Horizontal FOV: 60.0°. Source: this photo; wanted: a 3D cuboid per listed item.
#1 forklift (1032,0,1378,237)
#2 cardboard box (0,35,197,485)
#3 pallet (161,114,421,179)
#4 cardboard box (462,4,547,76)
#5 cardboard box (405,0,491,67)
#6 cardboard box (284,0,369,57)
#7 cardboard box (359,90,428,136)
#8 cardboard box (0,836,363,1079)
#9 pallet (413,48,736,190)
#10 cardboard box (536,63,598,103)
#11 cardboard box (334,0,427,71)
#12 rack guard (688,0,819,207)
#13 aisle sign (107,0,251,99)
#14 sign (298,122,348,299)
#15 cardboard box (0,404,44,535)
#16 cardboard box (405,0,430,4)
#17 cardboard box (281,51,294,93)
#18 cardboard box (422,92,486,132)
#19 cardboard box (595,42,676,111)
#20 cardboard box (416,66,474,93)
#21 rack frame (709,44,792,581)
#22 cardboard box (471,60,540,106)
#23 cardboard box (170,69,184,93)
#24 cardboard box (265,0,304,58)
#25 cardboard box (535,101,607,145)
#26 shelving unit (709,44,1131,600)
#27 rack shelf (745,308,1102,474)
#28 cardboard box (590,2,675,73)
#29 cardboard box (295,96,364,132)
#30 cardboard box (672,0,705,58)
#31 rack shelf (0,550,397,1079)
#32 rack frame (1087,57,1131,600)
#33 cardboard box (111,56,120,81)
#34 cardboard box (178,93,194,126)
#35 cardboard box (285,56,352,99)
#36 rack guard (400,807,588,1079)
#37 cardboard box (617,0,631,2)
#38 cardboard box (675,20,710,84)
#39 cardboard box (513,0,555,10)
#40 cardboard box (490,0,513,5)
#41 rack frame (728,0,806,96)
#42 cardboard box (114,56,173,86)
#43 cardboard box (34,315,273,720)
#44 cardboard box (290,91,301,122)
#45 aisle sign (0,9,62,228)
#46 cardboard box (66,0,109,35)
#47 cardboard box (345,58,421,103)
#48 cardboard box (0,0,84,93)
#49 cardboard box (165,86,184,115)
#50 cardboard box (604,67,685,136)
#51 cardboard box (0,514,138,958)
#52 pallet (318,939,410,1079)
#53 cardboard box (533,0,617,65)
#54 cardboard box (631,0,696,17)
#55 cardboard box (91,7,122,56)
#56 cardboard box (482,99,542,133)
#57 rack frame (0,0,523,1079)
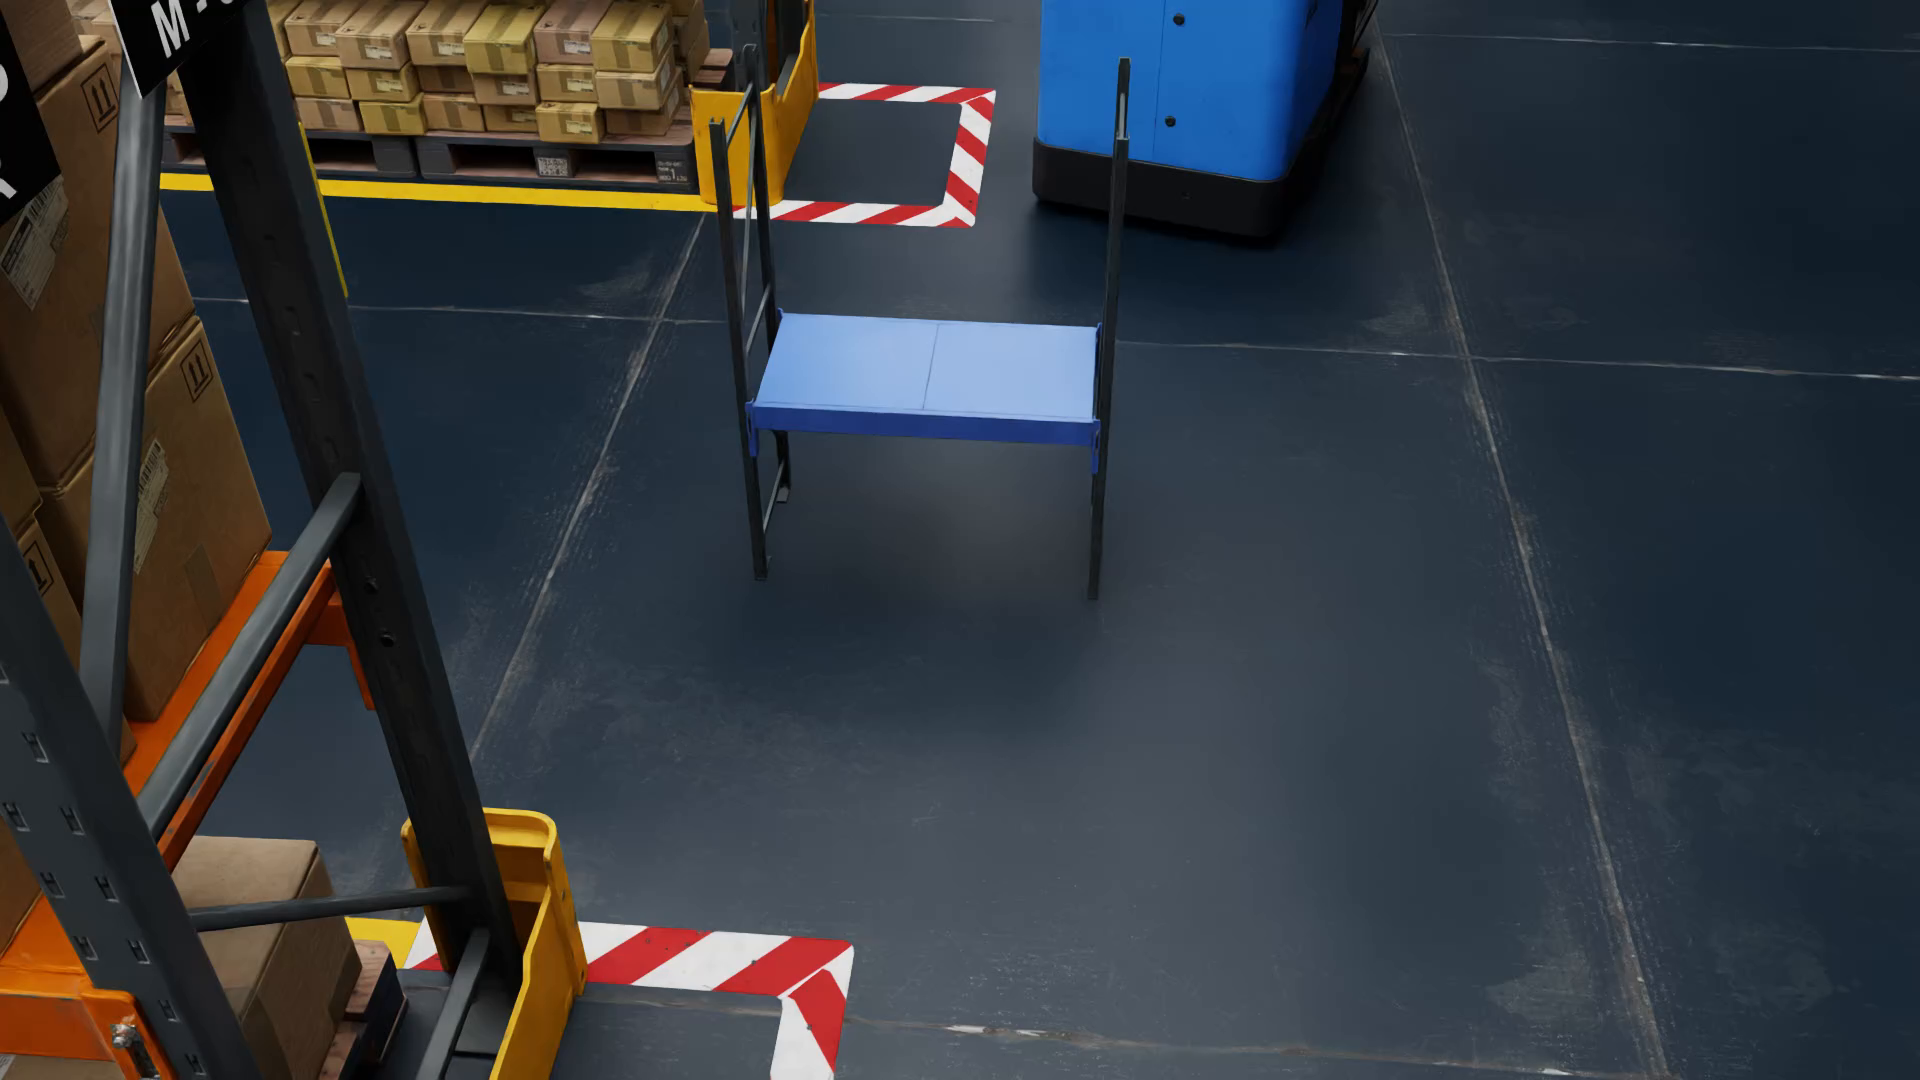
[{"bbox_3d":[1.302,-3.276,6.953,1.130,2.935,3.031,14,41,16],"label":"forklift"},{"bbox_3d":[-1.584,-0.440,2.543,0.500,0.500,0.500,2,39,3],"label":"cardboard box"},{"bbox_3d":[-2.898,-1.984,7.520,1.213,0.211,1.003,3,39,4],"label":"pallet"},{"bbox_3d":[-1.867,-2.068,6.869,0.250,0.149,0.380,2,39,3],"label":"cardboard box"},{"bbox_3d":[-2.120,-2.122,6.936,0.250,0.149,0.380,2,39,2],"label":"cardboard box"},{"bbox_3d":[-2.645,-2.186,7.014,0.250,0.149,0.380,2,39,2],"label":"cardboard box"},{"bbox_3d":[-2.374,-1.880,7.109,0.250,0.149,0.380,1,39,2],"label":"cardboard box"},{"bbox_3d":[-1.796,1.050,3.281,0.875,0.438,0.875,2,39,2],"label":"cardboard box"},{"bbox_3d":[-1.686,-1.916,7.437,1.213,0.211,1.003,3,39,4],"label":"pallet"},{"bbox_3d":[-1.610,-1.997,7.017,0.250,0.149,0.380,2,39,3],"label":"cardboard box"},{"bbox_3d":[-2.392,-2.102,6.911,0.250,0.149,0.380,5,39,6],"label":"cardboard box"},{"bbox_3d":[-0.880,-1.962,7.264,0.348,0.500,1.175,3,39,4],"label":"rack guard"},{"bbox_3d":[-1.034,-0.995,2.037,0.004,0.787,0.394,3,39,4],"label":"aisle sign"},{"bbox_3d":[-1.076,-0.523,2.768,0.005,0.325,0.100,3,39,4],"label":"sign"},{"bbox_3d":[-1.631,-0.111,2.139,0.500,0.500,0.500,4,39,5],"label":"cardboard box"},{"bbox_3d":[-2.351,-2.473,7.367,0.250,0.149,0.380,5,39,6],"label":"cardboard box"},{"bbox_3d":[-2.920,-2.019,7.045,0.250,0.149,0.380,4,39,4],"label":"cardboard box"},{"bbox_3d":[-2.114,-1.906,7.141,0.250,0.149,0.380,4,39,4],"label":"cardboard box"},{"bbox_3d":[-1.354,-1.949,6.958,0.250,0.149,0.380,2,39,3],"label":"cardboard box"},{"bbox_3d":[-2.131,-2.055,7.089,0.250,0.149,0.380,3,39,3],"label":"cardboard box"},{"bbox_3d":[-0.591,-0.614,4.816,0.032,1.500,0.500,3,39,4],"label":"rack frame"},{"bbox_3d":[-1.872,-1.976,6.991,0.250,0.149,0.380,2,39,2],"label":"cardboard box"},{"bbox_3d":[-3.163,-2.049,7.081,0.250,0.149,0.380,3,39,3],"label":"cardboard box"},{"bbox_3d":[-2.909,-2.182,7.010,0.250,0.149,0.380,3,39,4],"label":"cardboard box"},{"bbox_3d":[-1.611,-1.832,7.050,0.250,0.149,0.380,4,39,5],"label":"cardboard box"},{"bbox_3d":[-0.085,-0.586,4.782,1.048,1.500,0.538,3,39,4],"label":"shelving unit"},{"bbox_3d":[-0.085,-0.447,4.896,1.000,0.185,0.538,3,39,4],"label":"rack shelf"},{"bbox_3d":[-1.353,-2.084,6.889,0.250,0.149,0.380,4,39,4],"label":"cardboard box"},{"bbox_3d":[-2.644,-1.908,7.143,0.250,0.149,0.380,4,39,5],"label":"cardboard box"},{"bbox_3d":[-1.304,-2.289,7.377,0.250,0.149,0.380,5,39,6],"label":"cardboard box"},{"bbox_3d":[-3.123,0.362,2.999,4.000,0.370,1.077,3,39,4],"label":"rack shelf"},{"bbox_3d":[0.421,-0.559,4.748,0.032,1.500,0.500,3,39,4],"label":"rack frame"},{"bbox_3d":[-3.681,-2.132,7.183,0.250,0.149,0.380,1,39,2],"label":"cardboard box"},{"bbox_3d":[-3.158,-1.935,7.177,0.250,0.149,0.380,2,39,3],"label":"cardboard box"},{"bbox_3d":[-2.643,-2.022,7.048,0.250,0.149,0.380,5,39,6],"label":"cardboard box"},{"bbox_3d":[-1.106,1.163,3.426,0.348,0.500,1.175,3,39,4],"label":"rack guard"},{"bbox_3d":[-1.582,-2.396,7.272,0.250,0.149,0.380,4,39,5],"label":"cardboard box"},{"bbox_3d":[-1.298,-2.214,7.520,0.250,0.149,0.380,4,39,5],"label":"cardboard box"},{"bbox_3d":[-1.821,-2.491,7.388,0.250,0.149,0.380,3,39,4],"label":"cardboard box"},{"bbox_3d":[-2.076,-2.452,7.341,0.250,0.149,0.380,1,39,2],"label":"cardboard box"},{"bbox_3d":[-0.804,-2.927,6.470,0.127,3.000,1.000,3,39,4],"label":"rack frame"},{"bbox_3d":[-3.409,-2.102,7.146,0.250,0.149,0.380,5,39,6],"label":"cardboard box"},{"bbox_3d":[-1.584,-0.054,2.861,0.500,0.500,0.500,3,39,3],"label":"cardboard box"},{"bbox_3d":[-2.890,-1.969,7.218,0.250,0.149,0.380,4,39,5],"label":"cardboard box"},{"bbox_3d":[-1.085,-0.618,1.573,0.004,0.787,0.394,3,39,4],"label":"aisle sign"},{"bbox_3d":[-3.676,-2.249,7.091,0.250,0.149,0.380,2,39,3],"label":"cardboard box"},{"bbox_3d":[-2.389,-1.996,7.016,0.250,0.149,0.380,4,39,5],"label":"cardboard box"},{"bbox_3d":[-1.460,-0.680,2.324,0.250,0.149,0.380,4,39,5],"label":"cardboard box"},{"bbox_3d":[-3.408,-2.010,7.269,0.250,0.149,0.380,2,39,2],"label":"cardboard box"},{"bbox_3d":[-1.346,-1.882,7.111,0.250,0.149,0.380,4,39,5],"label":"cardboard box"},{"bbox_3d":[-1.634,0.293,2.434,0.500,0.500,0.500,3,39,4],"label":"cardboard box"},{"bbox_3d":[-1.934,1.279,3.512,1.213,0.211,1.003,3,39,4],"label":"pallet"},{"bbox_3d":[-1.598,-2.134,6.950,0.250,0.149,0.380,4,39,5],"label":"cardboard box"},{"bbox_3d":[-1.297,-2.457,7.347,0.250,0.149,0.380,1,39,2],"label":"cardboard box"},{"bbox_3d":[-3.430,-2.183,7.011,0.250,0.149,0.380,4,39,5],"label":"cardboard box"},{"bbox_3d":[-1.867,-1.900,7.134,0.250,0.149,0.380,3,39,4],"label":"cardboard box"},{"bbox_3d":[-1.130,0.192,2.638,0.127,3.000,1.000,3,39,4],"label":"rack frame"}]
